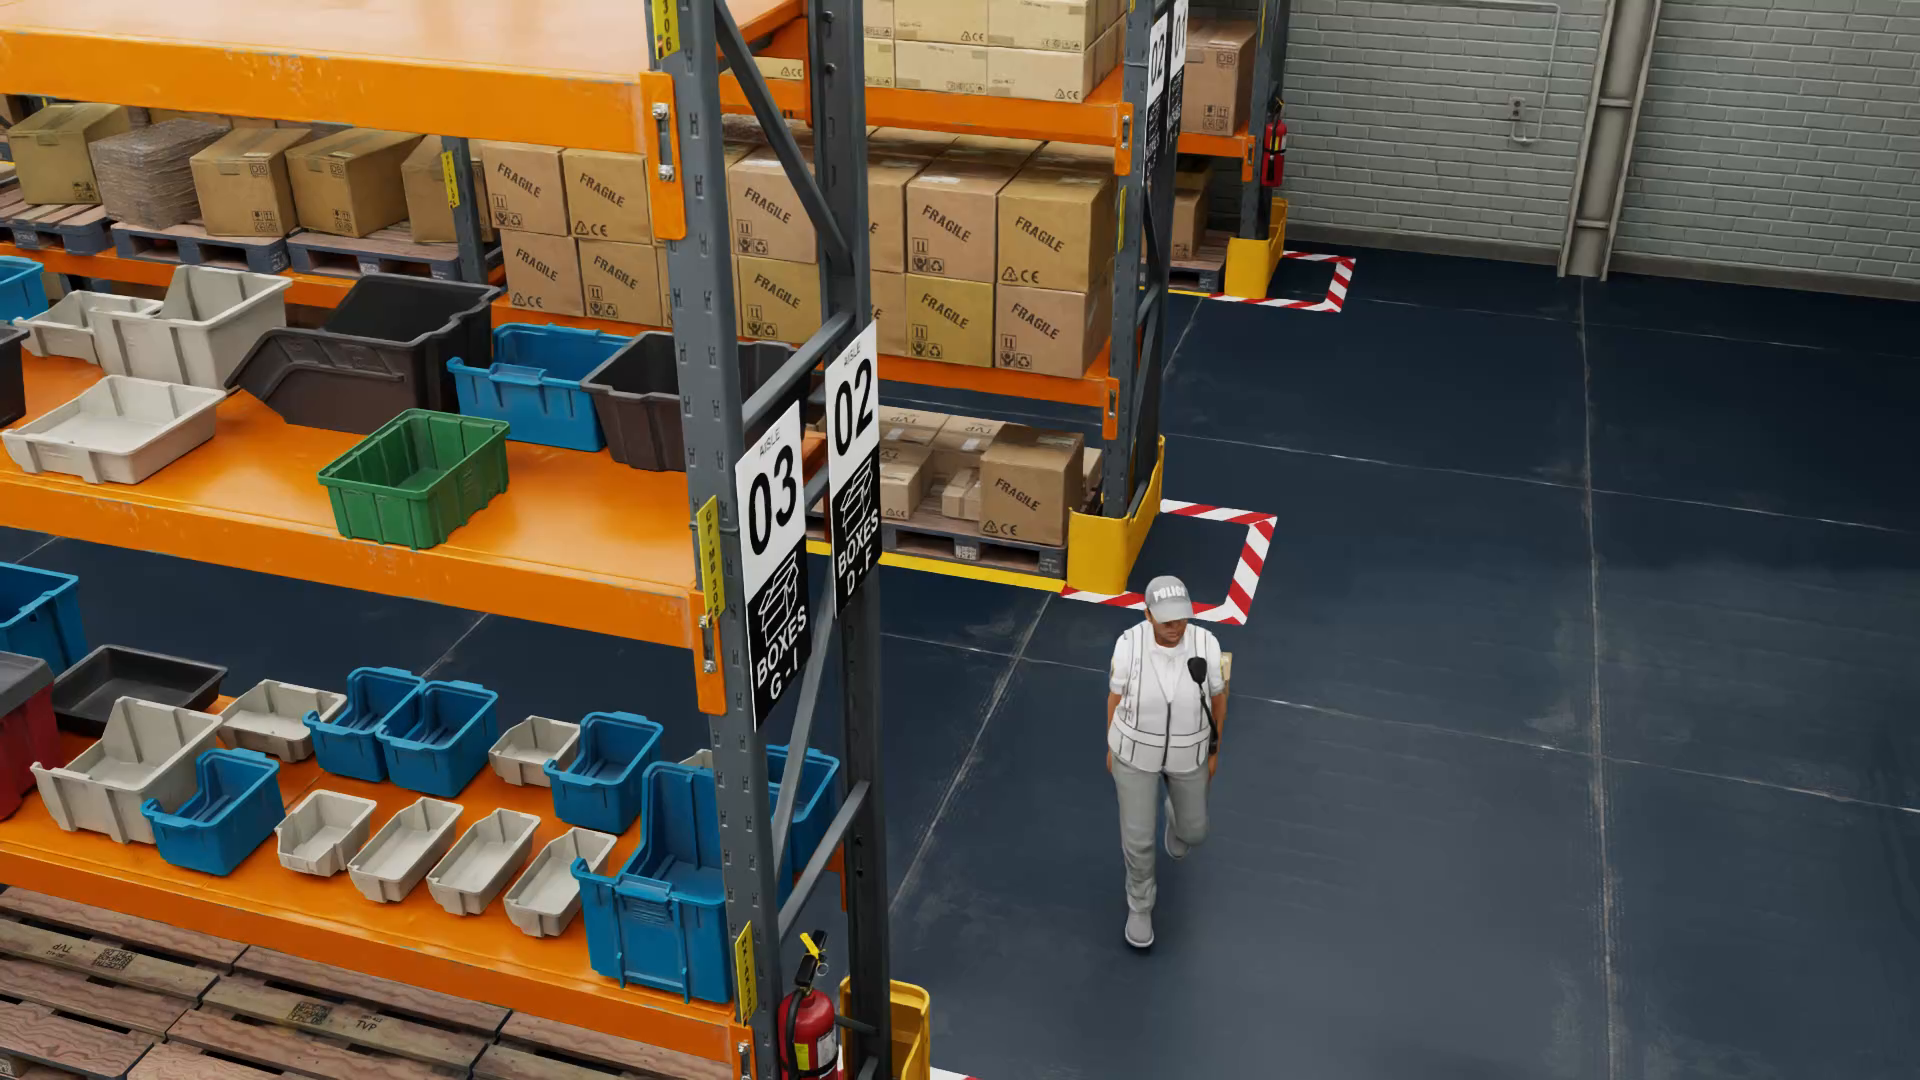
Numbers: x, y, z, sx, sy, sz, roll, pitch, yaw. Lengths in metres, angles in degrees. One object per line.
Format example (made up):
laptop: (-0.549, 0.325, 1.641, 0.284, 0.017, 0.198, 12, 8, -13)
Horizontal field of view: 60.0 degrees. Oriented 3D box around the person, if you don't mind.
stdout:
person: (0.849, 0.850, 6.955, 0.482, 1.636, 0.727, 0, 29, 1)
